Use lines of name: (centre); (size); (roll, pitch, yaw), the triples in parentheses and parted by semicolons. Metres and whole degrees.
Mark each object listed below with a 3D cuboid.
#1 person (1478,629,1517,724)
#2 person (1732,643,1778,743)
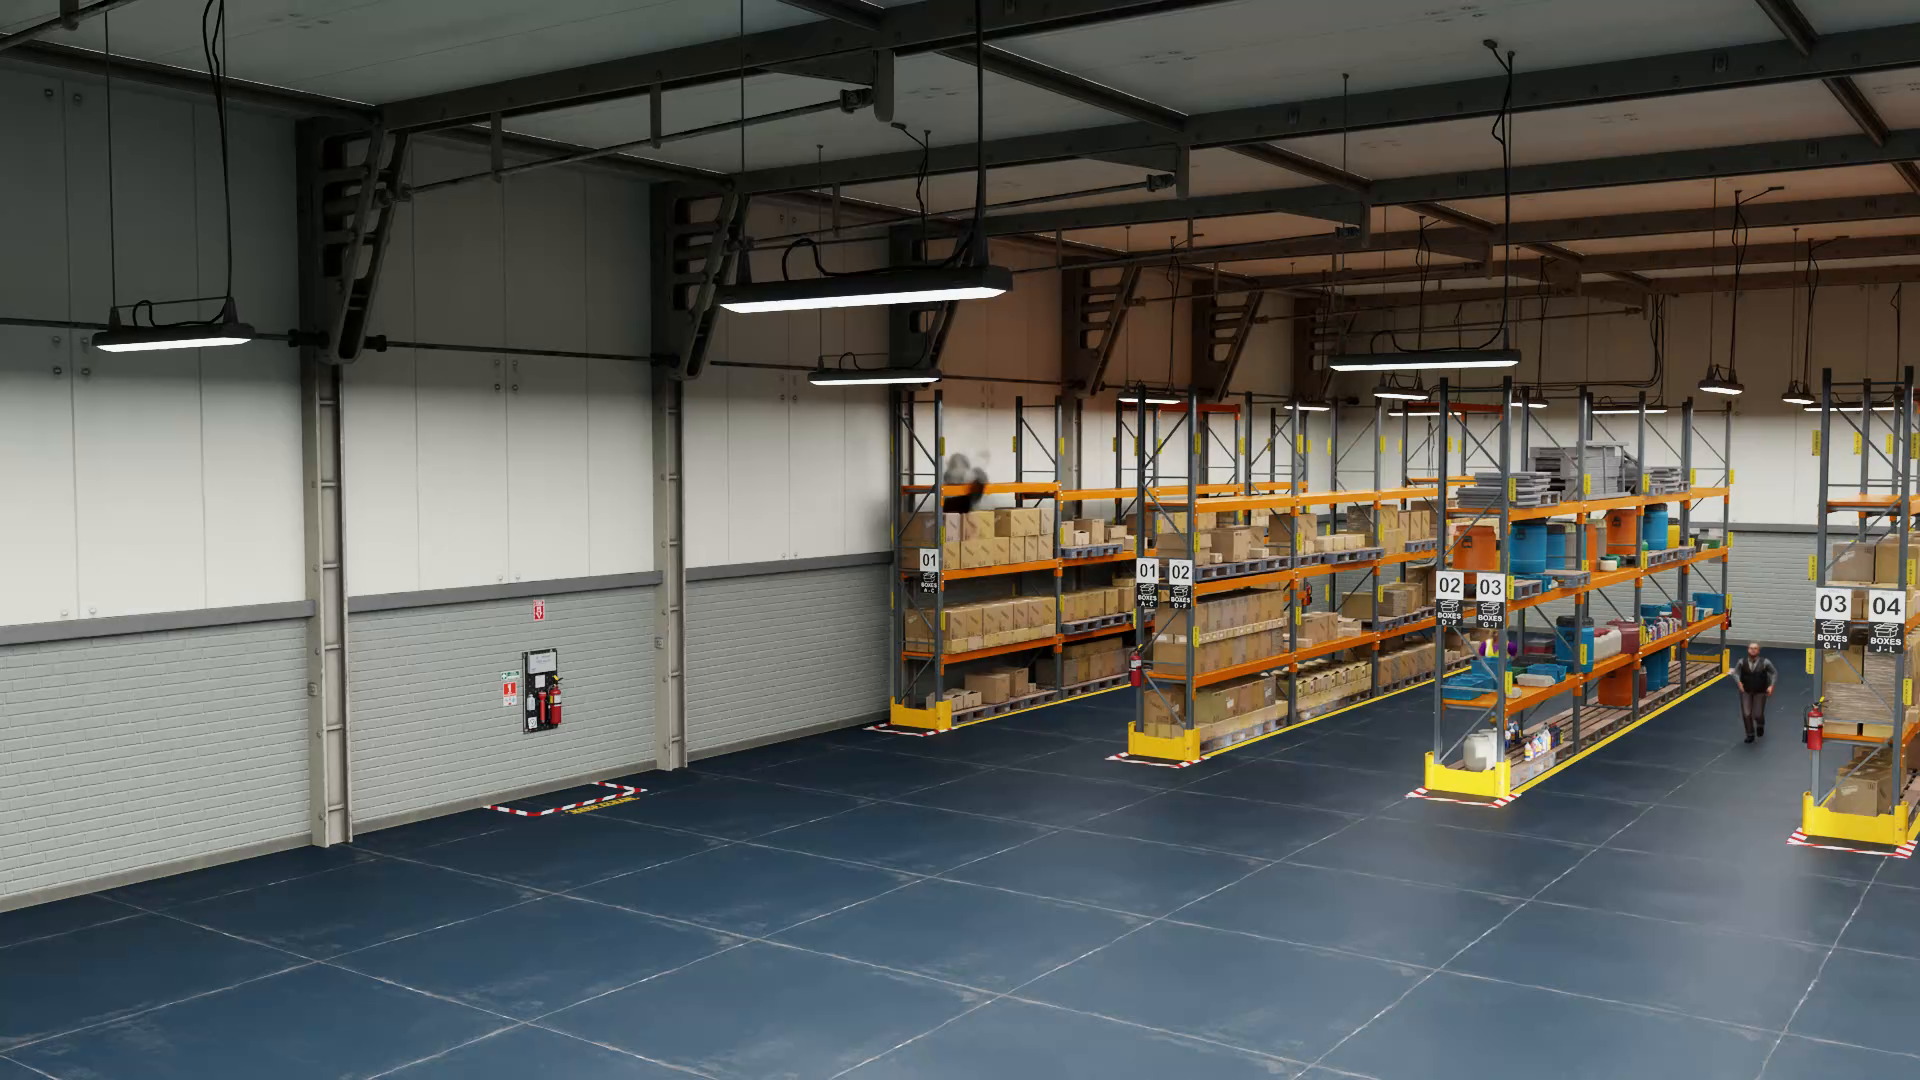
person: (9.771, 2.423, 30.308); (0.707, 1.754, 0.858); (2, 4, 32)
person: (13.435, 2.620, 28.130); (0.692, 1.606, 0.599); (2, 4, 31)
